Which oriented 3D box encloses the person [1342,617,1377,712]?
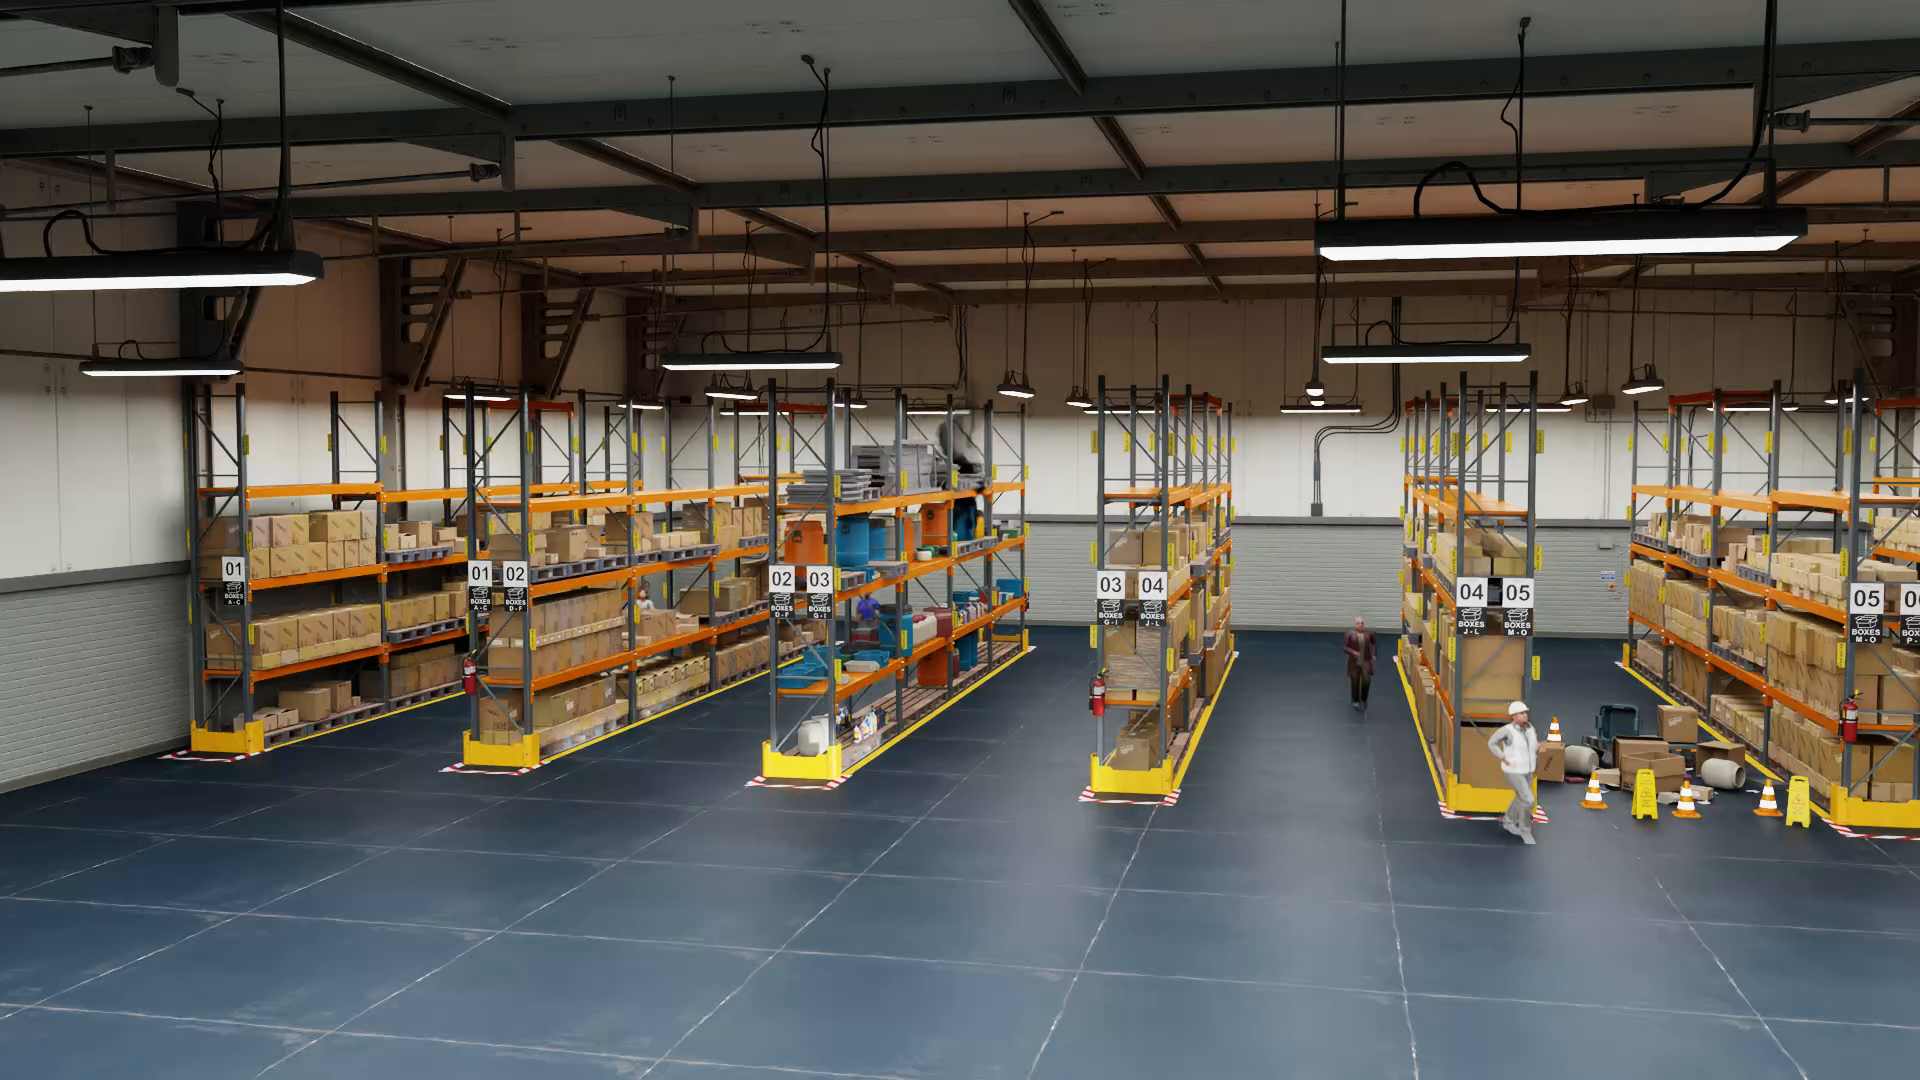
[{"bbox_3d":[7.509,2.336,31.228,0.672,1.771,0.837,0,3,6],"label":"person"}]

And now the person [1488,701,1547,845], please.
[{"bbox_3d":[7.037,2.932,20.950,0.657,1.816,0.734,-2,4,-32],"label":"person"}]

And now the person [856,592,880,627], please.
[{"bbox_3d":[-1.996,1.855,36.007,0.565,1.621,0.475,1,3,9],"label":"person"}]

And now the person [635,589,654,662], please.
[{"bbox_3d":[-7.291,1.959,38.225,0.553,1.685,0.859,0,3,0],"label":"person"}]
